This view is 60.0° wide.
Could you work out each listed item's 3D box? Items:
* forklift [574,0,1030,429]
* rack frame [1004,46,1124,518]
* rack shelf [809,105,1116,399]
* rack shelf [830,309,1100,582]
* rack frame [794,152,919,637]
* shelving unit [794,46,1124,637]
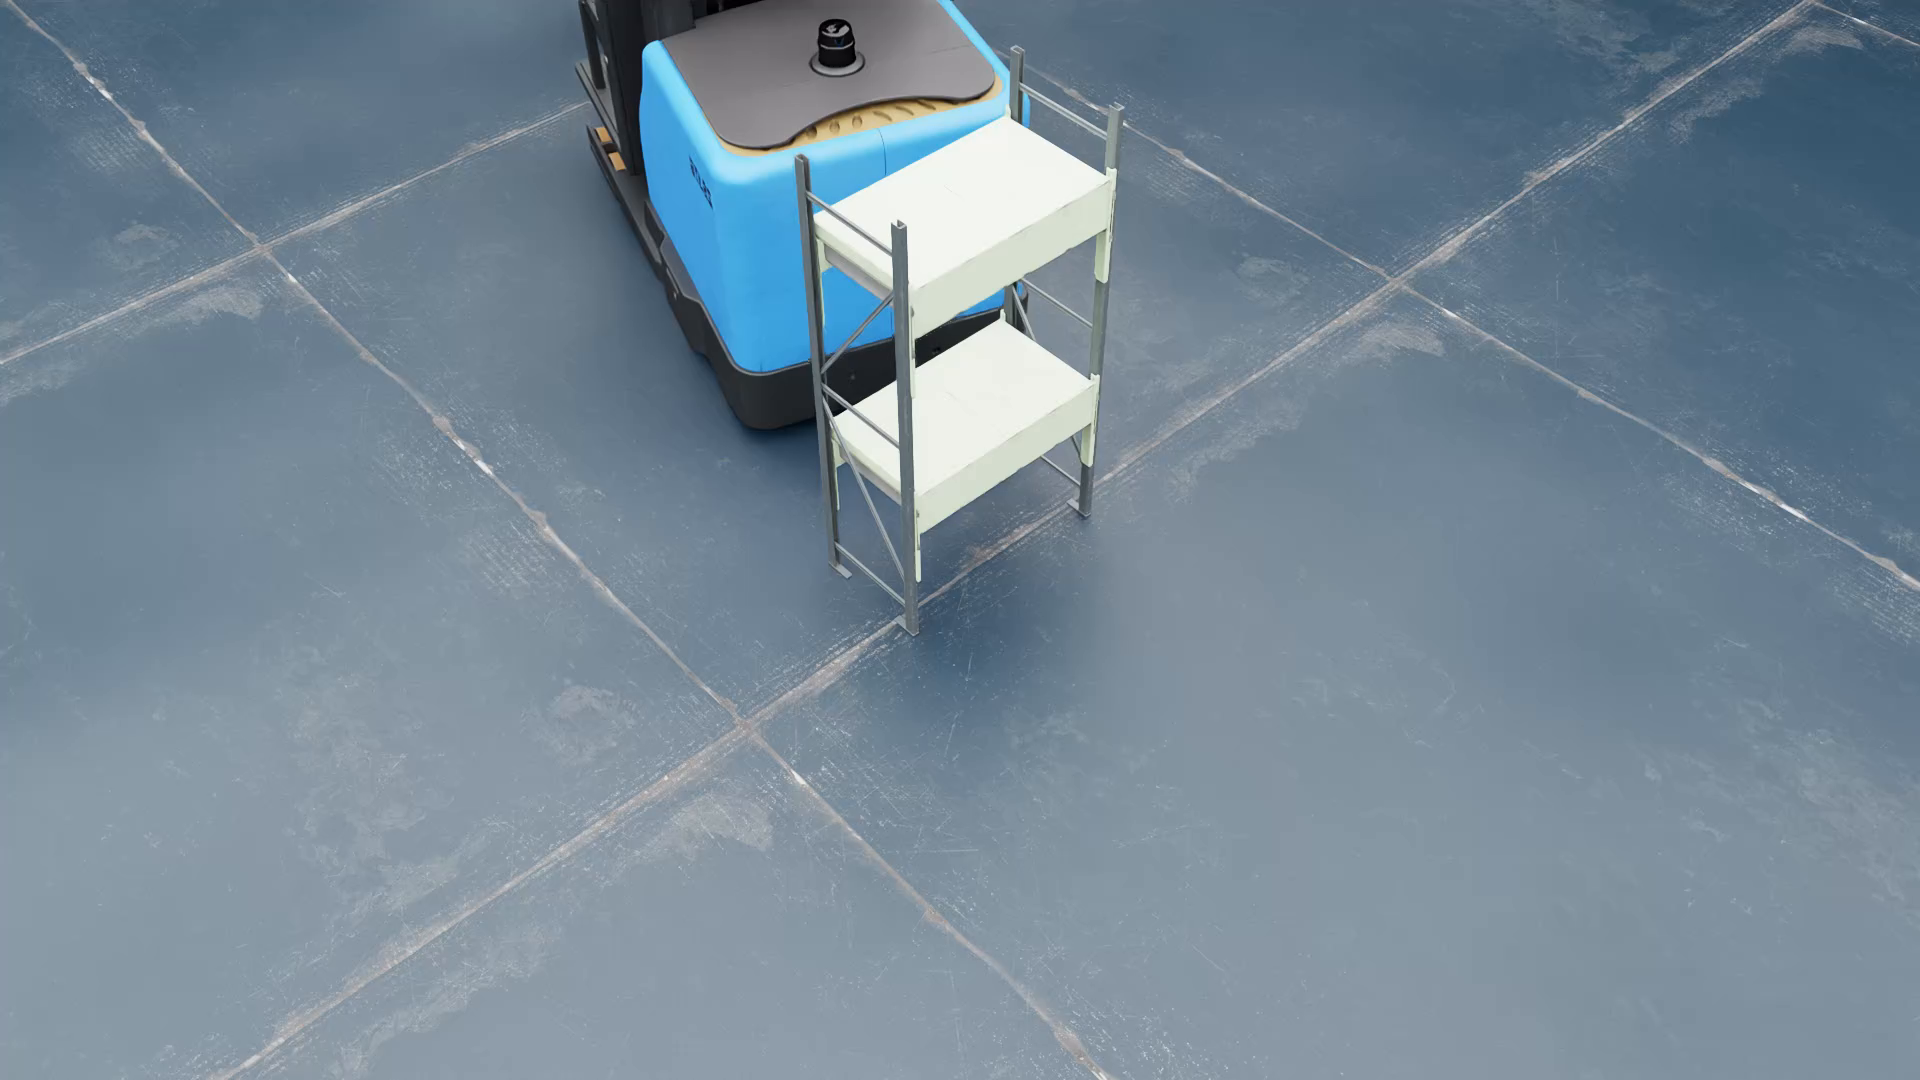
[{"bbox_3d":[-0.822,-2.459,5.524,1.130,2.935,3.031,-18,50,-16],"label":"forklift"},{"bbox_3d":[0.276,-0.693,4.869,0.023,1.500,0.400,-34,56,-27],"label":"rack frame"},{"bbox_3d":[0.005,-0.777,4.415,0.720,0.370,0.431,-34,56,-27],"label":"rack shelf"},{"bbox_3d":[0.005,-0.291,4.941,0.720,0.370,0.431,-34,56,-27],"label":"rack shelf"},{"bbox_3d":[-0.266,-0.331,4.535,0.023,1.500,0.400,-34,56,-27],"label":"rack frame"},{"bbox_3d":[0.005,-0.512,4.702,0.755,1.500,0.431,-34,56,-27],"label":"shelving unit"}]
